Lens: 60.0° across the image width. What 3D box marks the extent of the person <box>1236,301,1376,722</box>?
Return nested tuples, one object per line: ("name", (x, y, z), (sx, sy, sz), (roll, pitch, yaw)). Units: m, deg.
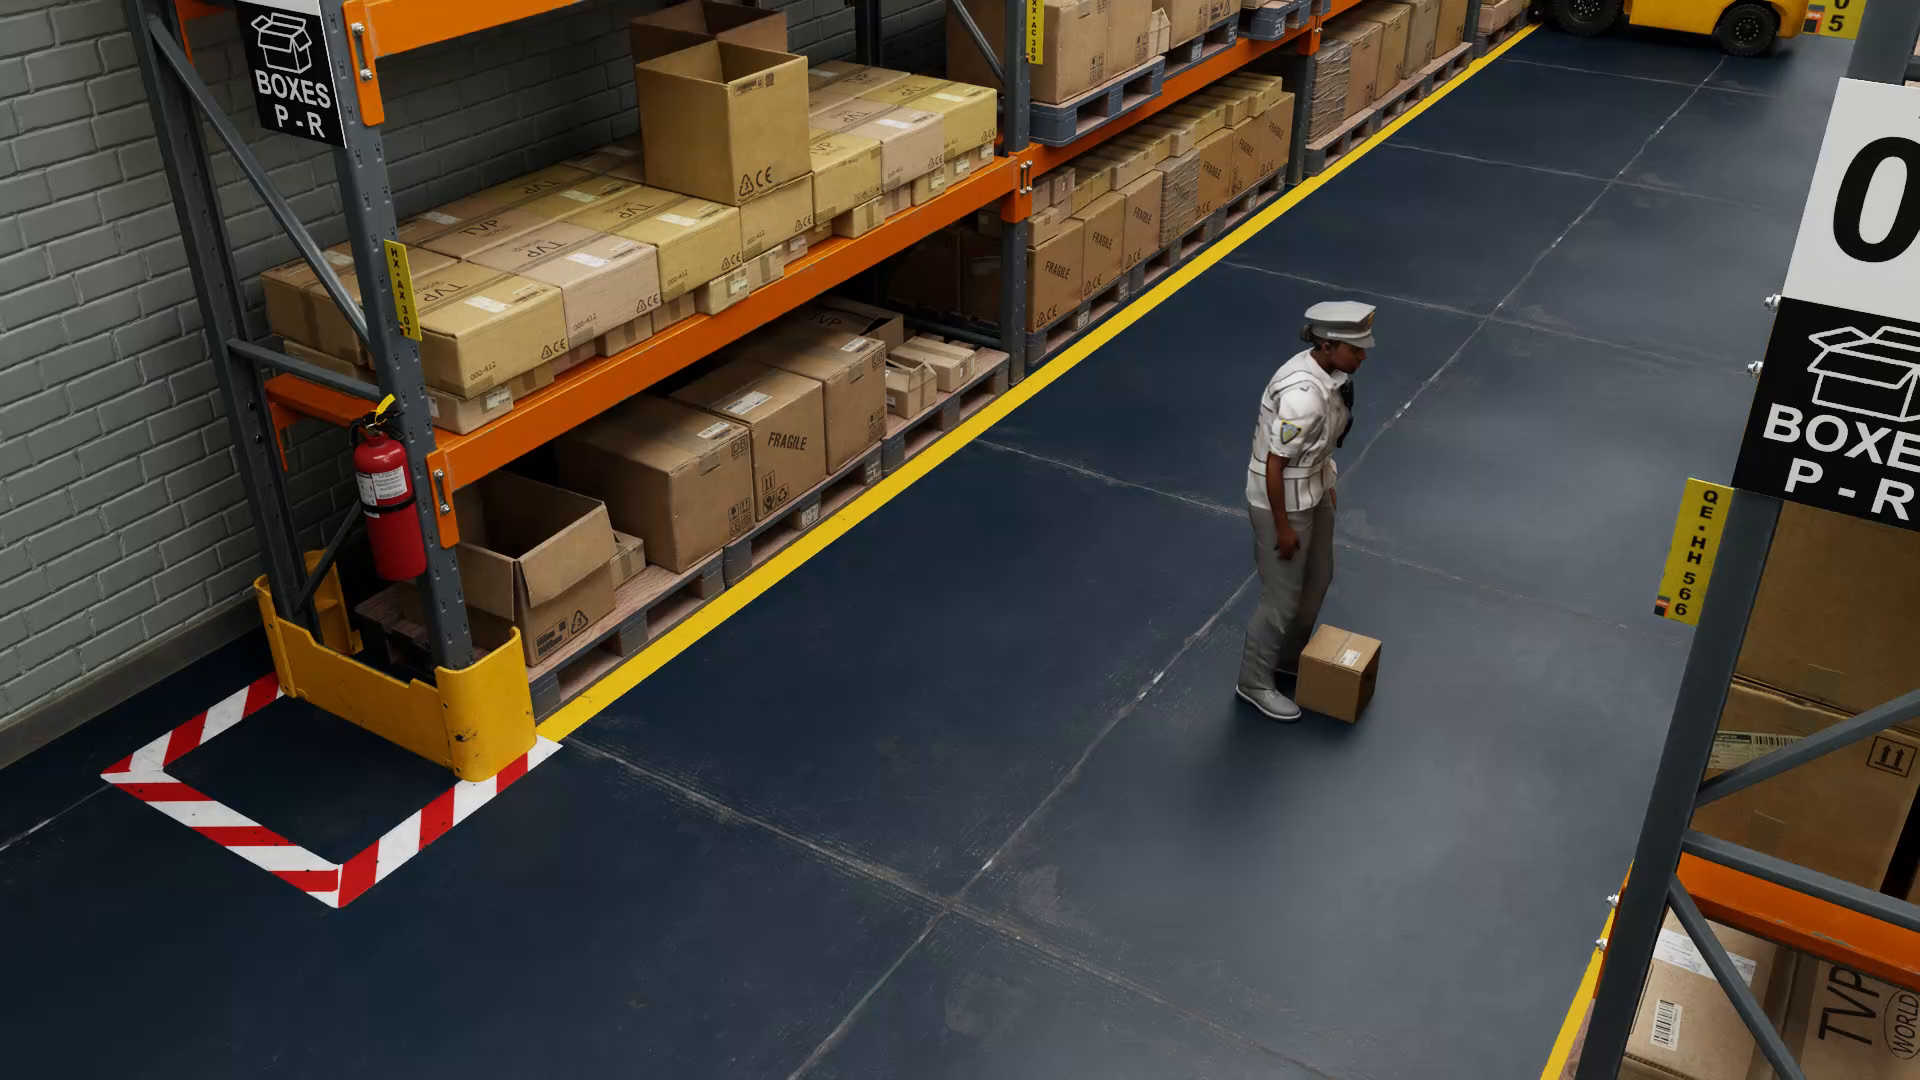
("person", (1.308, -0.131, 6.352), (0.415, 1.659, 0.505), (18, 35, 28))
